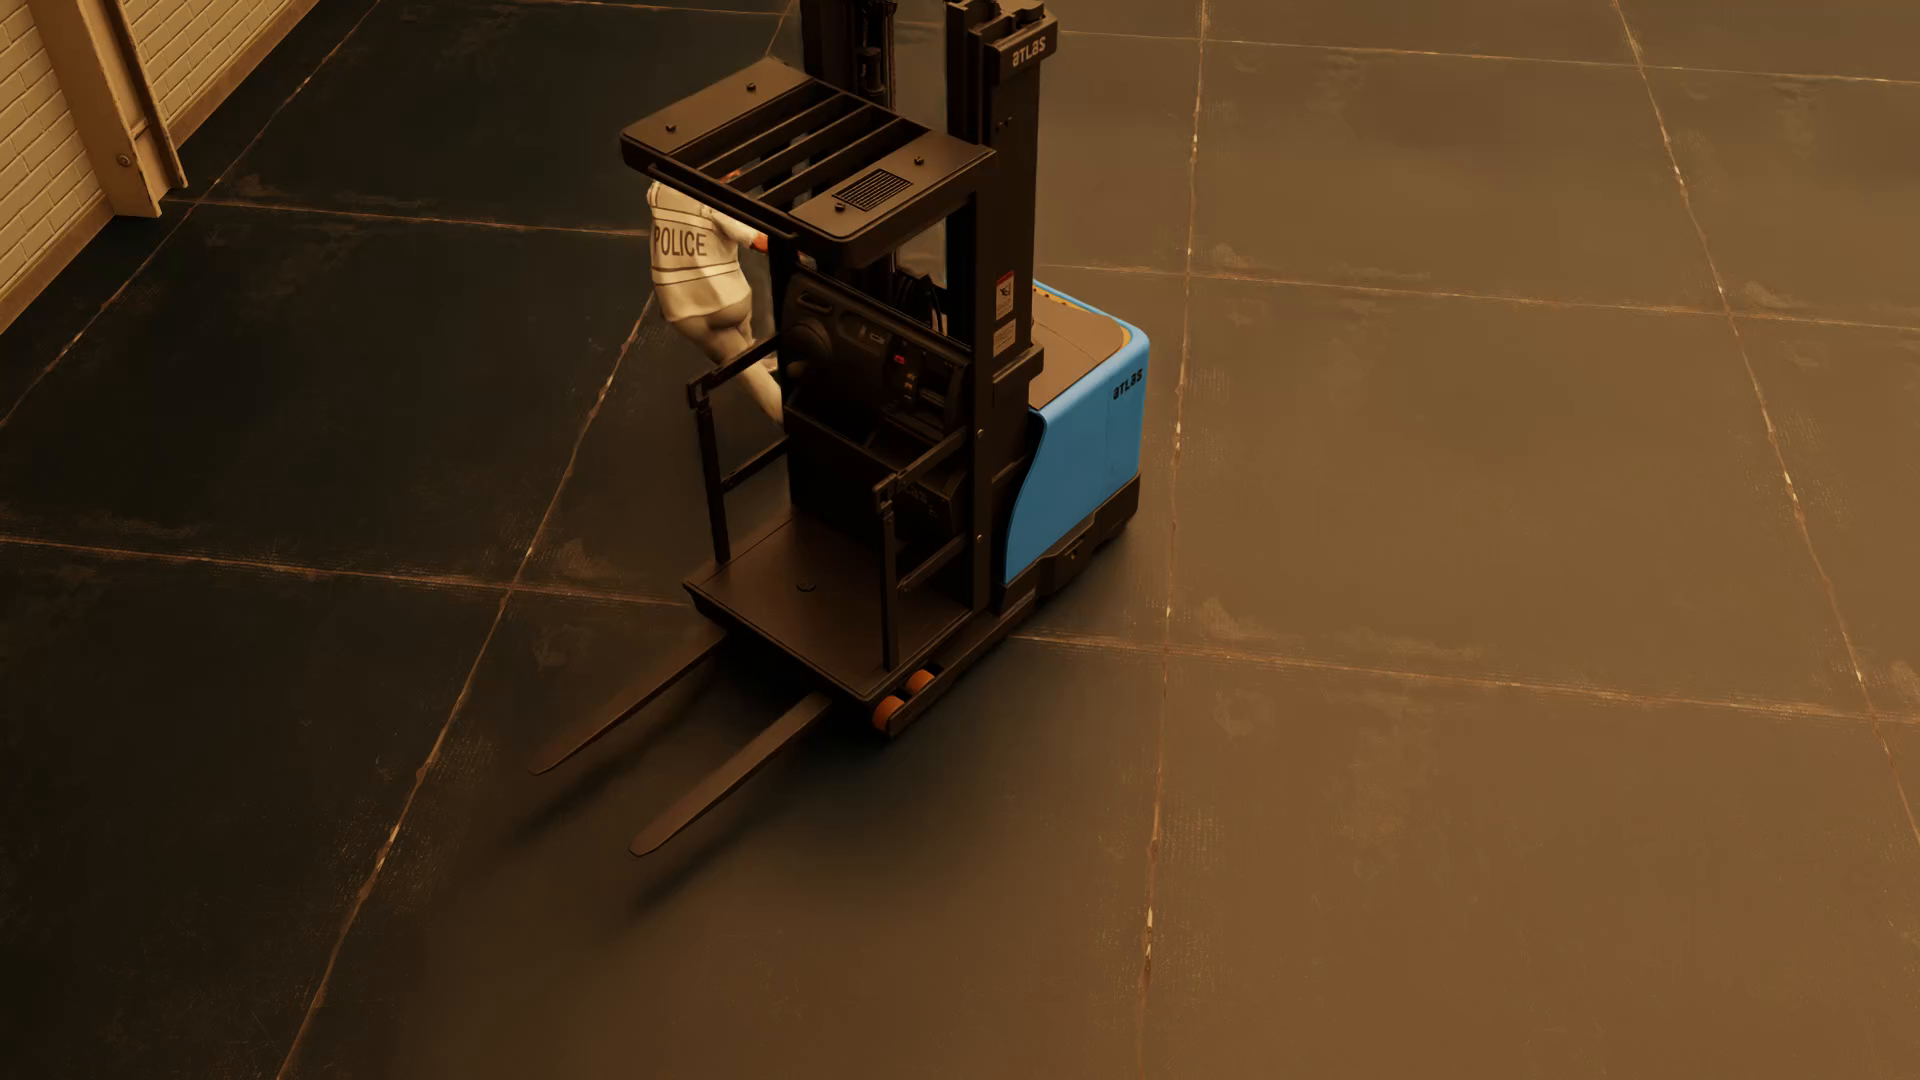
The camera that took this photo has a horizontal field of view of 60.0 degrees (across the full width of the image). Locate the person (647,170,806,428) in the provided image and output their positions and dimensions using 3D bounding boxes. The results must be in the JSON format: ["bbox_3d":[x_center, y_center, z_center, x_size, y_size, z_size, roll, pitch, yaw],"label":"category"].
[{"bbox_3d":[-1.057,-1.335,8.217,0.997,1.514,0.972,4,43,5],"label":"person"}]

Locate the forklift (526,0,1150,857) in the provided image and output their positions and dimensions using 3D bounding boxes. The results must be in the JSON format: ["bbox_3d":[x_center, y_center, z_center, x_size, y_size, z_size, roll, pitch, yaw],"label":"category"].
[{"bbox_3d":[-0.486,-0.647,6.429,1.130,2.935,3.031,30,50,28],"label":"forklift"}]
